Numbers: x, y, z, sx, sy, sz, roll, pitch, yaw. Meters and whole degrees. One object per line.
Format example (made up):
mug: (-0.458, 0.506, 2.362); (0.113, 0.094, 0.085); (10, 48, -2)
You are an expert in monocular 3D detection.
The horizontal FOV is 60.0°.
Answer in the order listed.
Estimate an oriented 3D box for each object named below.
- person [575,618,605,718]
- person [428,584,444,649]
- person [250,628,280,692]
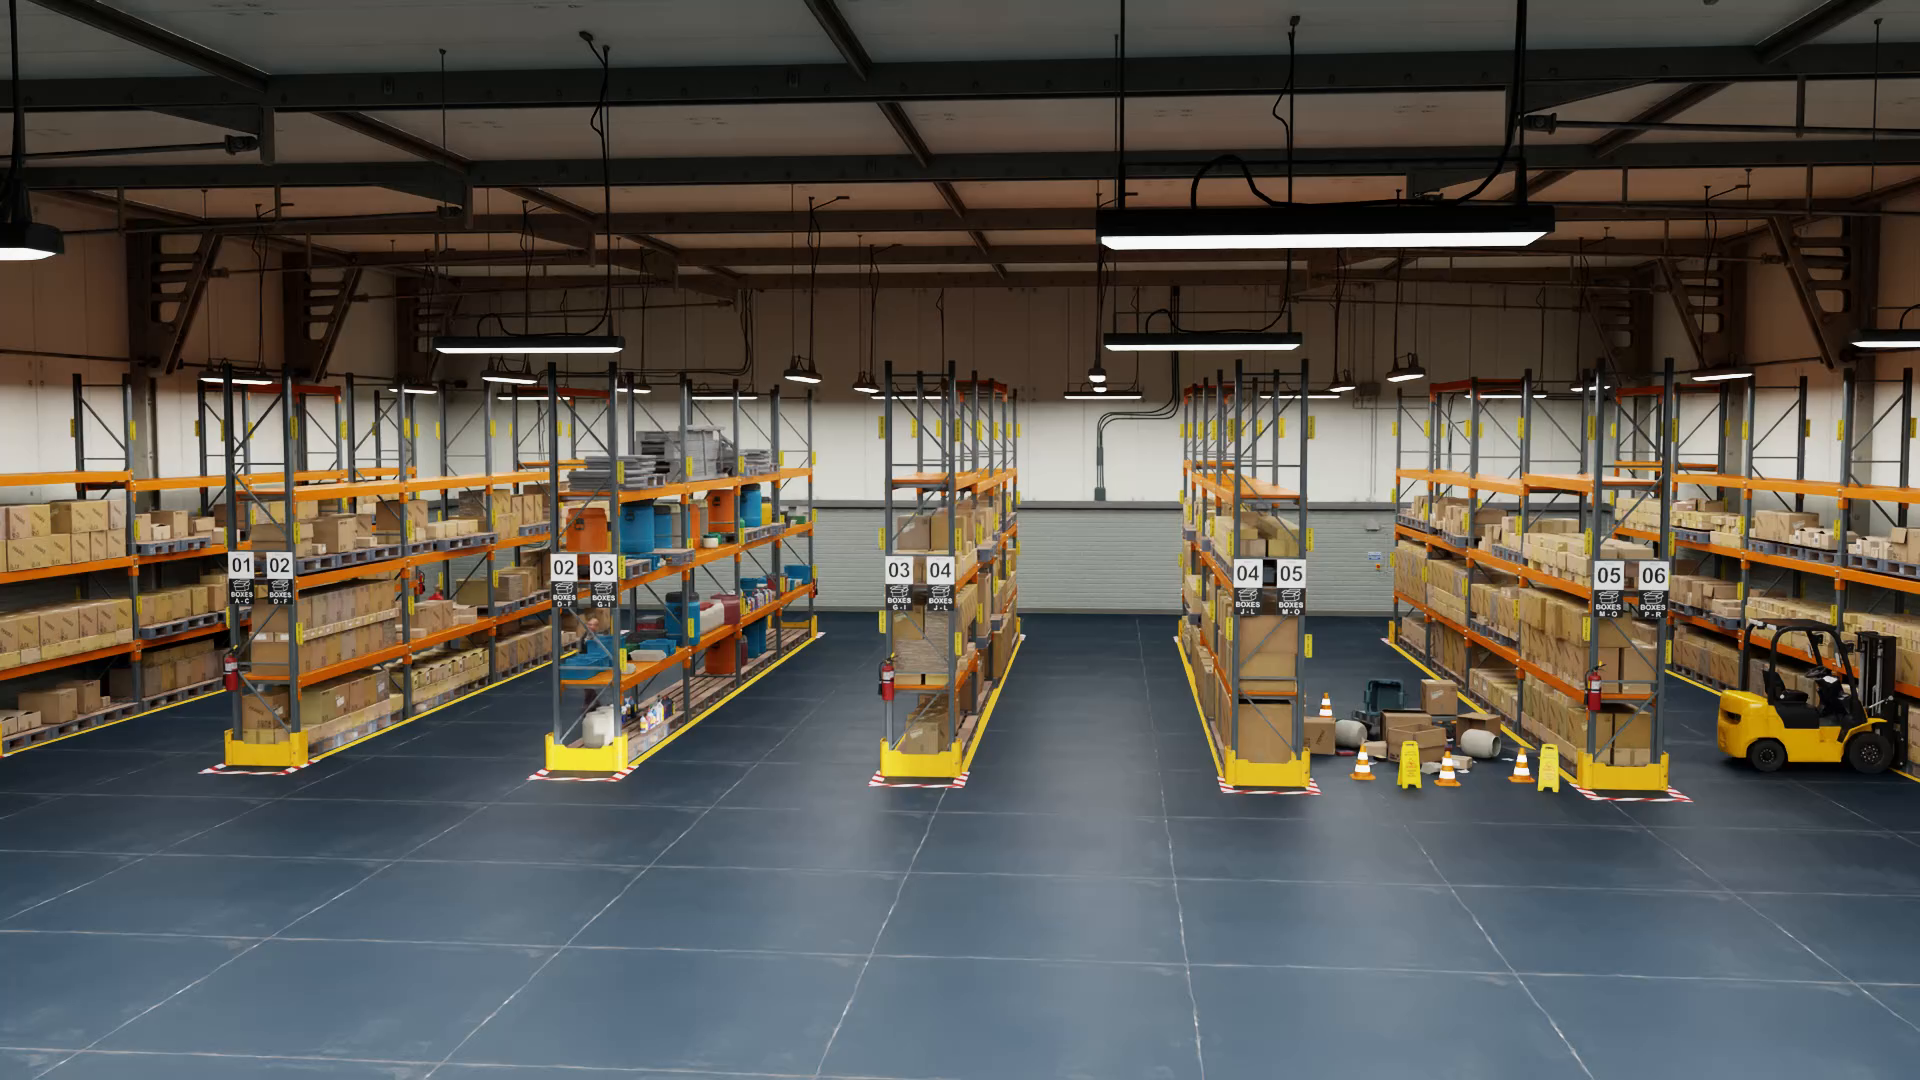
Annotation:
person: (-6.501, 2.266, 29.178); (0.593, 1.792, 0.591); (3, 5, 35)
person: (-11.168, 1.804, 35.565); (0.576, 1.716, 0.531); (2, 4, 29)
person: (-12.942, 2.079, 31.098); (0.651, 1.698, 1.113); (-1, 4, -10)
